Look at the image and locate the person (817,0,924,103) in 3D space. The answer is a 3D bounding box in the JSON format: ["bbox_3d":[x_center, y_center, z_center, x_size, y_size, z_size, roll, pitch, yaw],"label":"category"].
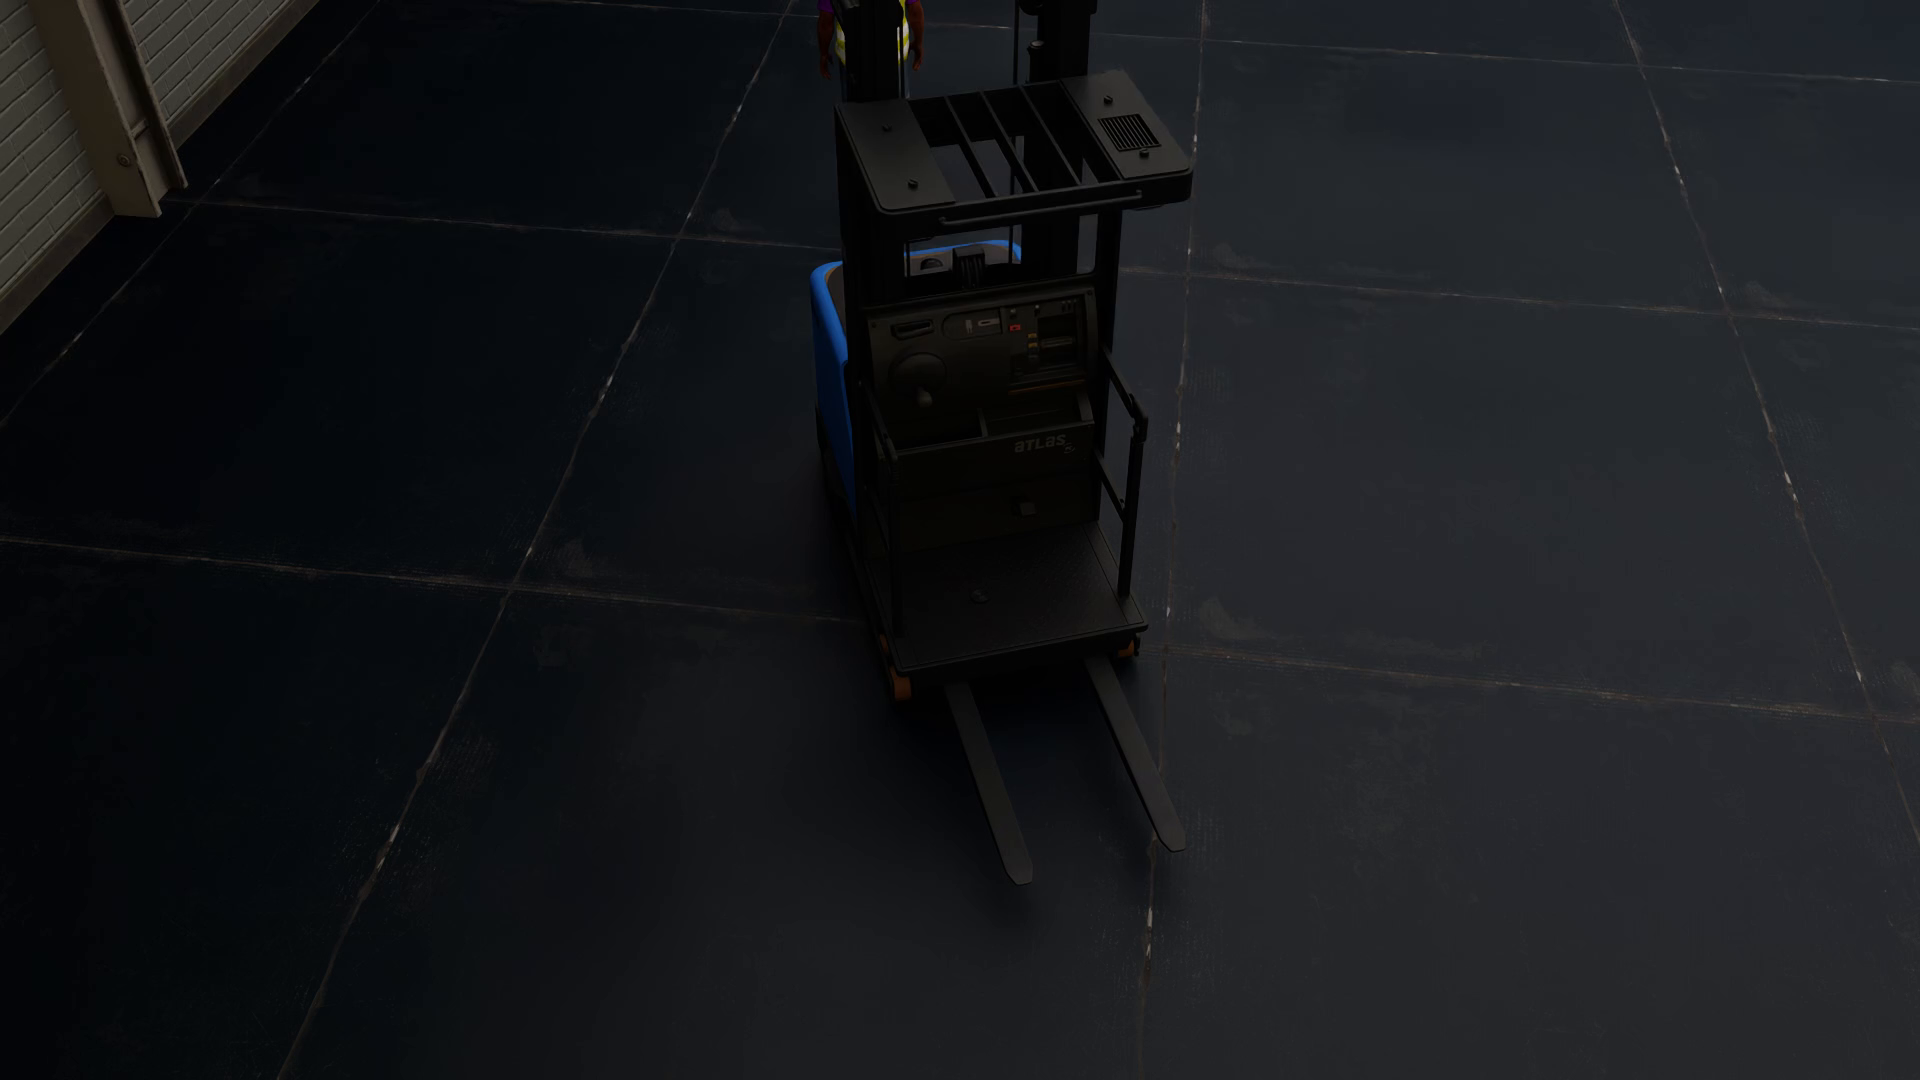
[{"bbox_3d":[-0.519,-2.872,9.719,0.631,1.759,0.461,-7,43,-8],"label":"person"}]

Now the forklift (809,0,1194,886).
[{"bbox_3d":[0.153,-0.681,6.465,1.130,2.935,3.031,-10,44,-11],"label":"forklift"}]
